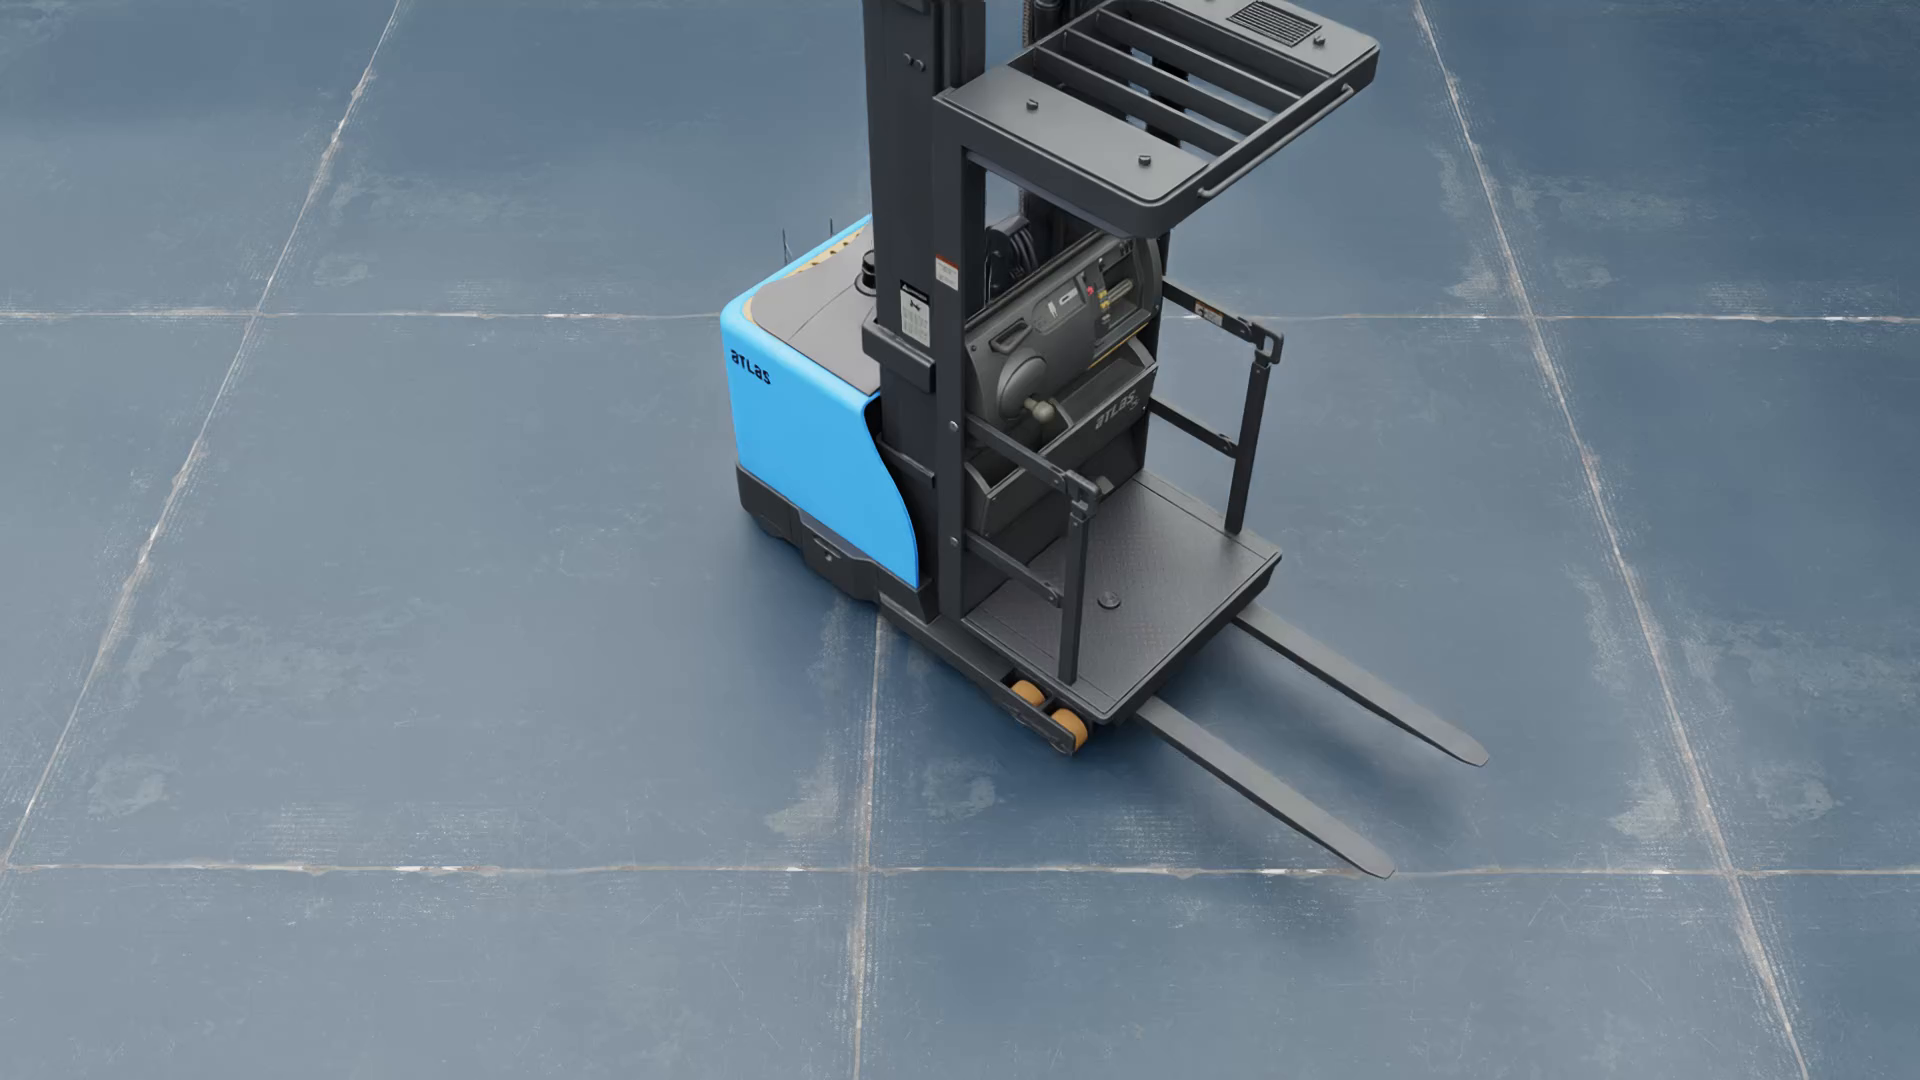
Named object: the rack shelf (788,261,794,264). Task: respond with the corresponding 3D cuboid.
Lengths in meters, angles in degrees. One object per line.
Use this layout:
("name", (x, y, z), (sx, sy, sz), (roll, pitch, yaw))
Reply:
("rack shelf", (-0.589, -1.078, 6.896), (0.200, 0.077, 0.258), (-15, 49, -14))

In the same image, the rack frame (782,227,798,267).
("rack frame", (-0.684, -0.891, 7.046), (0.006, 0.900, 0.240), (-15, 49, -14))

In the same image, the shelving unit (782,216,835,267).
("shelving unit", (-0.589, -0.917, 7.070), (0.210, 0.900, 0.258), (-15, 49, -14))

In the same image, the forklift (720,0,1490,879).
("forklift", (0.516, -0.656, 5.439), (3.031, 2.935, 1.130), (34, 56, 27))

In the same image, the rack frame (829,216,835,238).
("rack frame", (-0.494, -0.943, 7.094), (0.006, 0.900, 0.240), (-15, 49, -14))
